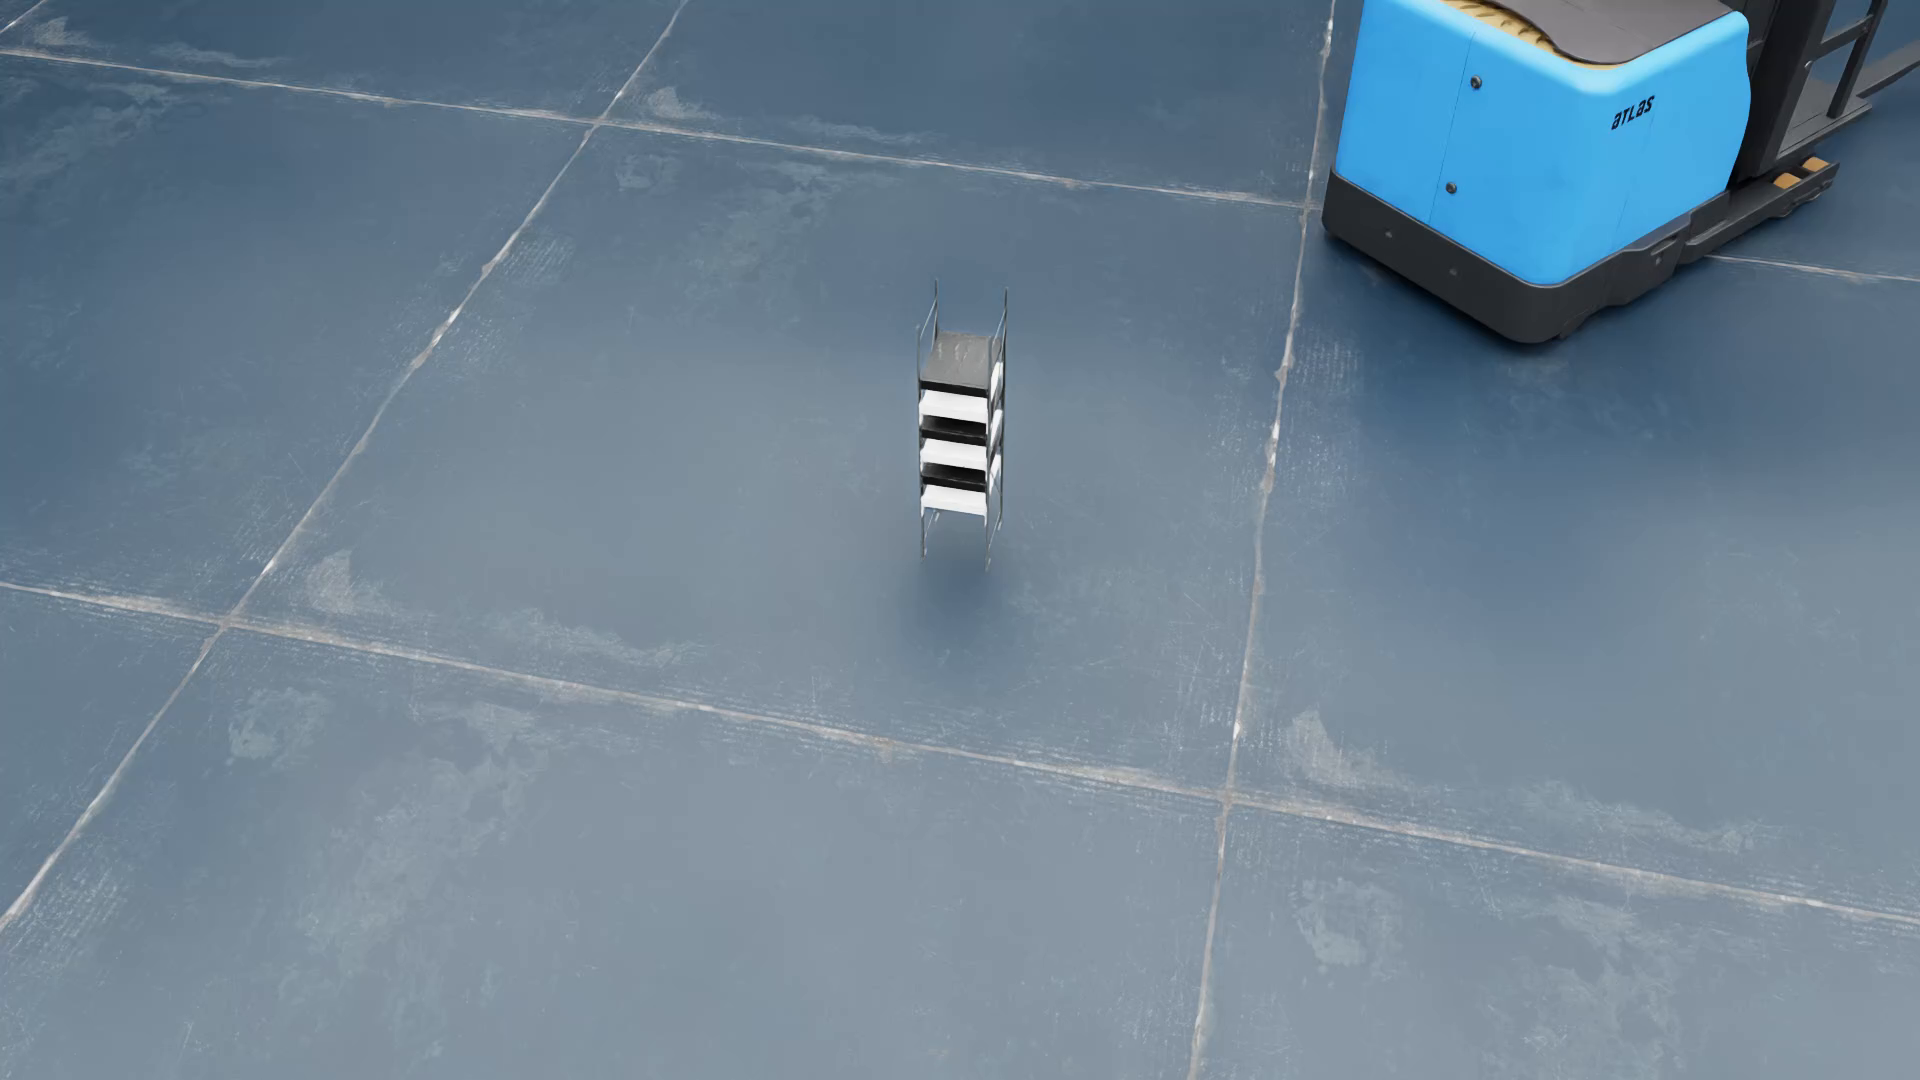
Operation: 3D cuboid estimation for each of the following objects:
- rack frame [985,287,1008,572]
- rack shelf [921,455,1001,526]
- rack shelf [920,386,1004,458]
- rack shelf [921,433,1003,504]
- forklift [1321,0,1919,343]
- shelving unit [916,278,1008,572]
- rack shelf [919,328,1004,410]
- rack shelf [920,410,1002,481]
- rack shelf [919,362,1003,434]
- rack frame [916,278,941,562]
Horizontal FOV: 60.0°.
[{"bbox_3d":[0.107,-0.308,4.921,0.006,0.900,0.240,9,45,9],"label":"rack frame"},{"bbox_3d":[0.008,-0.169,5.085,0.200,0.077,0.258,9,45,9],"label":"rack shelf"},{"bbox_3d":[0.008,-0.364,4.897,0.200,0.077,0.258,9,45,9],"label":"rack shelf"},{"bbox_3d":[0.008,-0.234,5.022,0.200,0.077,0.258,9,45,9],"label":"rack shelf"},{"bbox_3d":[2.871,-2.597,5.834,3.031,2.935,1.130,-28,51,-26],"label":"forklift"},{"bbox_3d":[0.008,-0.323,4.937,0.210,0.900,0.258,9,45,9],"label":"shelving unit"},{"bbox_3d":[0.008,-0.493,4.773,0.200,0.077,0.258,9,45,9],"label":"rack shelf"},{"bbox_3d":[0.008,-0.299,4.960,0.200,0.077,0.258,9,45,9],"label":"rack shelf"},{"bbox_3d":[0.008,-0.429,4.835,0.200,0.077,0.258,9,45,9],"label":"rack shelf"},{"bbox_3d":[-0.091,-0.338,4.953,0.006,0.900,0.240,9,45,9],"label":"rack frame"}]
